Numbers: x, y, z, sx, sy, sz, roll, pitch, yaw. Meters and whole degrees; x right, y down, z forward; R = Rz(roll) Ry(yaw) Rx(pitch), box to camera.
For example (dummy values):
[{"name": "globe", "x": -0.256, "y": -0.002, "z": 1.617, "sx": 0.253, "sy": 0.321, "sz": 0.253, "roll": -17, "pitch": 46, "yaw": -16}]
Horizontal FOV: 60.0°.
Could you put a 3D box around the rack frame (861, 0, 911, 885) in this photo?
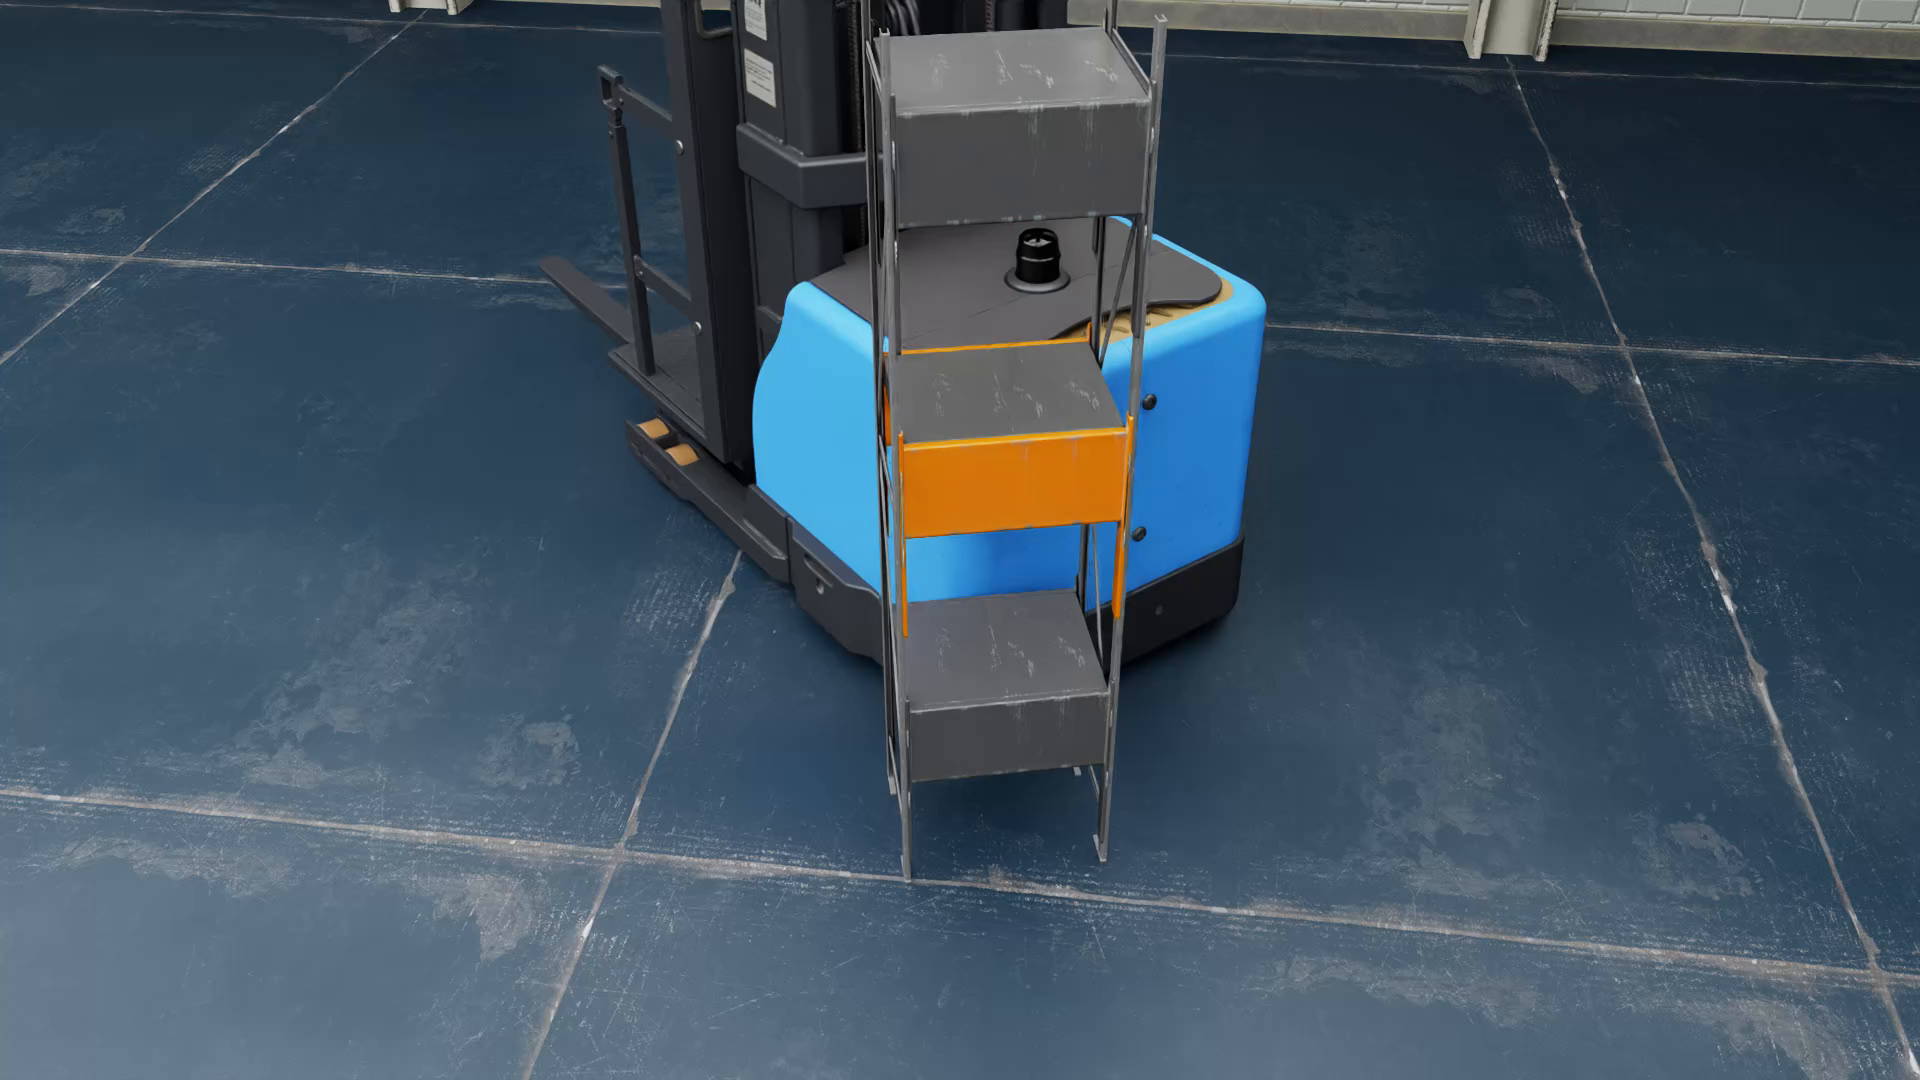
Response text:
[{"name": "rack frame", "x": -0.156, "y": -0.126, "z": 3.620, "sx": 0.015, "sy": 2.100, "sz": 0.400, "roll": -5, "pitch": 36, "yaw": -7}]

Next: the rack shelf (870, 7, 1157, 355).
[{"name": "rack shelf", "x": 0.086, "y": -0.706, "z": 3.250, "sx": 0.480, "sy": 0.518, "sz": 0.431, "roll": -5, "pitch": 36, "yaw": -7}]

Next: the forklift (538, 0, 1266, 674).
[{"name": "forklift", "x": -0.458, "y": -1.489, "z": 4.814, "sx": 1.130, "sy": 2.935, "sz": 3.031, "roll": -23, "pitch": 41, "yaw": -29}]

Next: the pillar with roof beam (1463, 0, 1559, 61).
[{"name": "pillar with roof beam", "x": 2.377, "y": -3.819, "z": 2.854, "sx": 0.400, "sy": 9.000, "sz": 9.100, "roll": 4, "pitch": 36, "yaw": 6}]

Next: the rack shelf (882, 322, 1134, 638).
[{"name": "rack shelf", "x": 0.086, "y": -0.136, "z": 3.656, "sx": 0.480, "sy": 0.518, "sz": 0.431, "roll": -5, "pitch": 36, "yaw": -7}]

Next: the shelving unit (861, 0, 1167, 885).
[{"name": "shelving unit", "x": 0.086, "y": -0.147, "z": 3.648, "sx": 0.503, "sy": 2.100, "sz": 0.431, "roll": -5, "pitch": 36, "yaw": -7}]

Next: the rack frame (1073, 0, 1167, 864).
[{"name": "rack frame", "x": 0.327, "y": -0.167, "z": 3.677, "sx": 0.015, "sy": 2.100, "sz": 0.400, "roll": -5, "pitch": 36, "yaw": -7}]

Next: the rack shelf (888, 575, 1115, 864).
[{"name": "rack shelf", "x": 0.086, "y": 0.434, "z": 4.063, "sx": 0.480, "sy": 0.518, "sz": 0.431, "roll": -5, "pitch": 36, "yaw": -7}]
